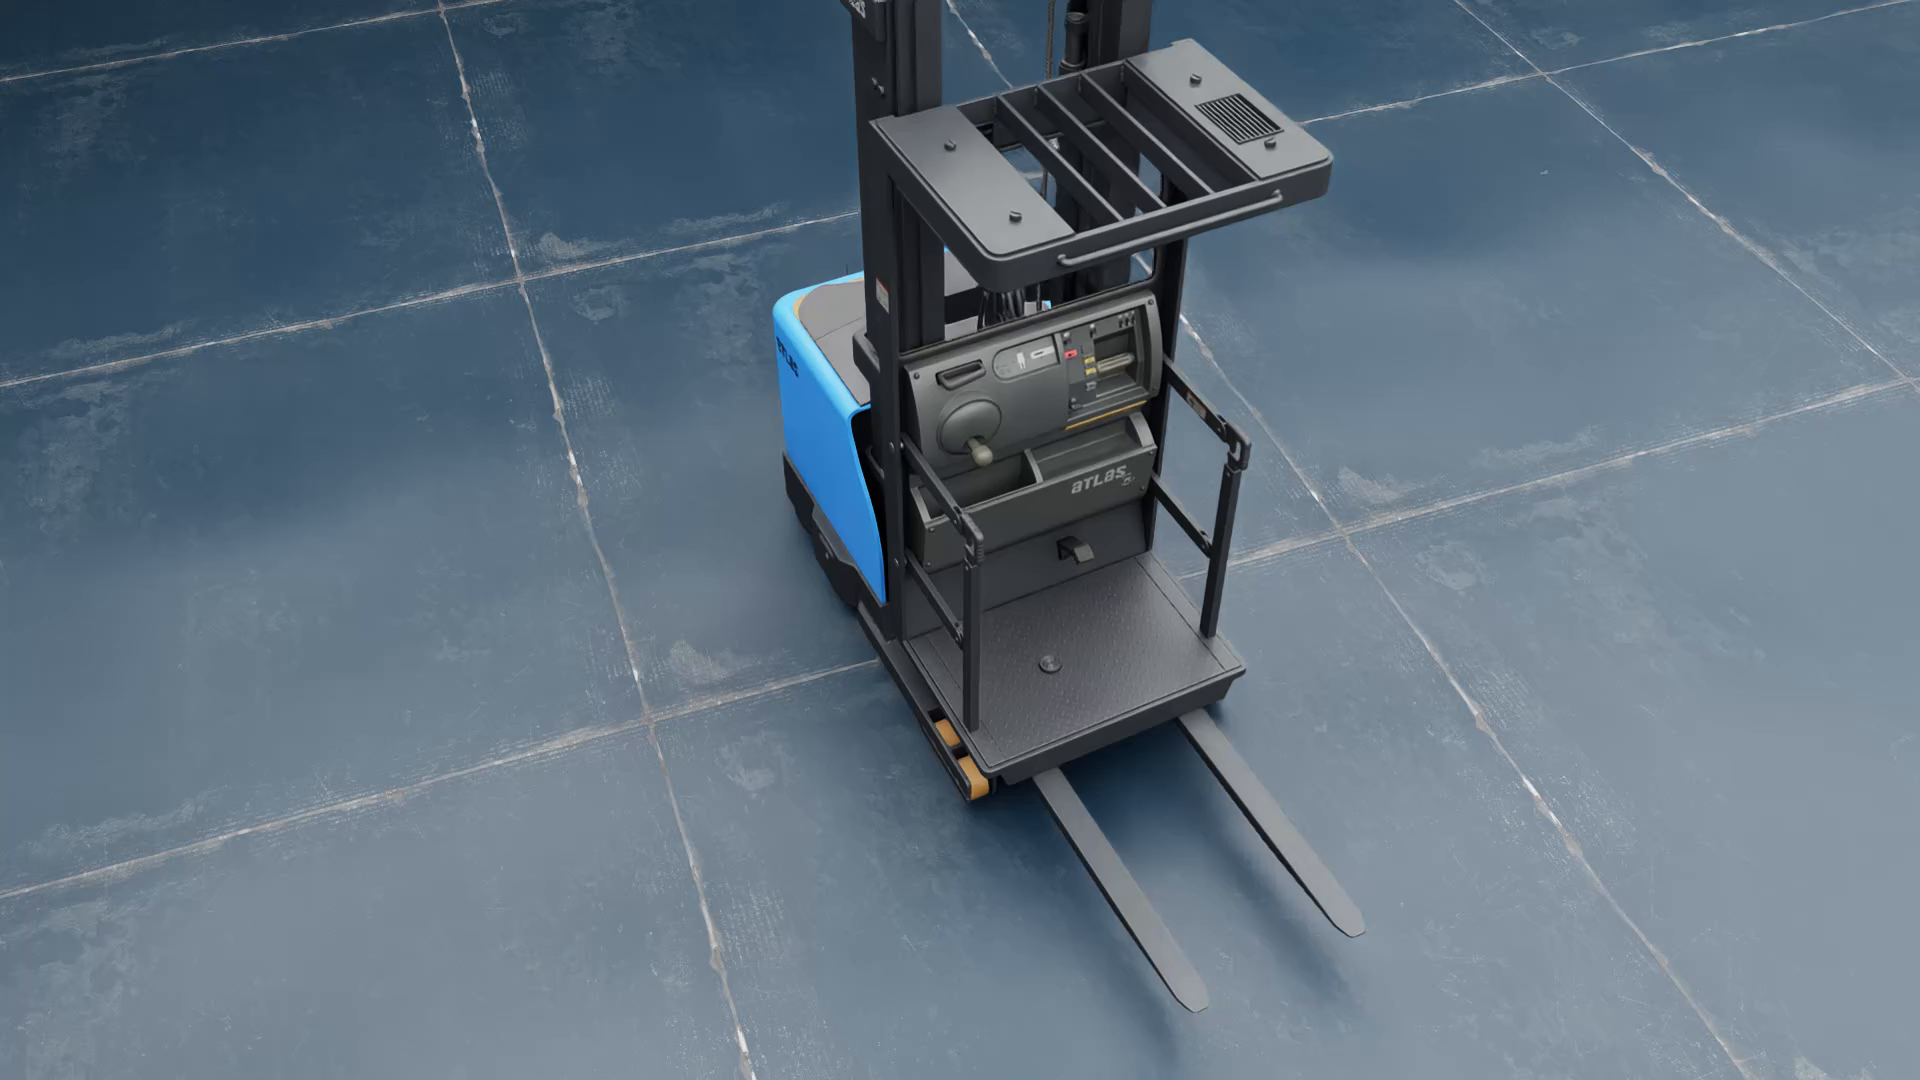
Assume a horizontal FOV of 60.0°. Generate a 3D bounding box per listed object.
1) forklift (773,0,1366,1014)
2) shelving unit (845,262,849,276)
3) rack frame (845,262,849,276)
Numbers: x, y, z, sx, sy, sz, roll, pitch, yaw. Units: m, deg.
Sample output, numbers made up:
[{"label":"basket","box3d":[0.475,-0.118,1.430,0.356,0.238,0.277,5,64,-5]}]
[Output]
[{"label":"forklift","box3d":[0.361,-0.446,5.434,1.130,2.935,3.031,-20,48,-18]},{"label":"shelving unit","box3d":[-0.333,-0.800,7.221,0.210,0.900,0.258,-19,48,-18]},{"label":"rack frame","box3d":[-0.424,-0.768,7.189,0.006,0.900,0.240,-19,48,-18]}]
